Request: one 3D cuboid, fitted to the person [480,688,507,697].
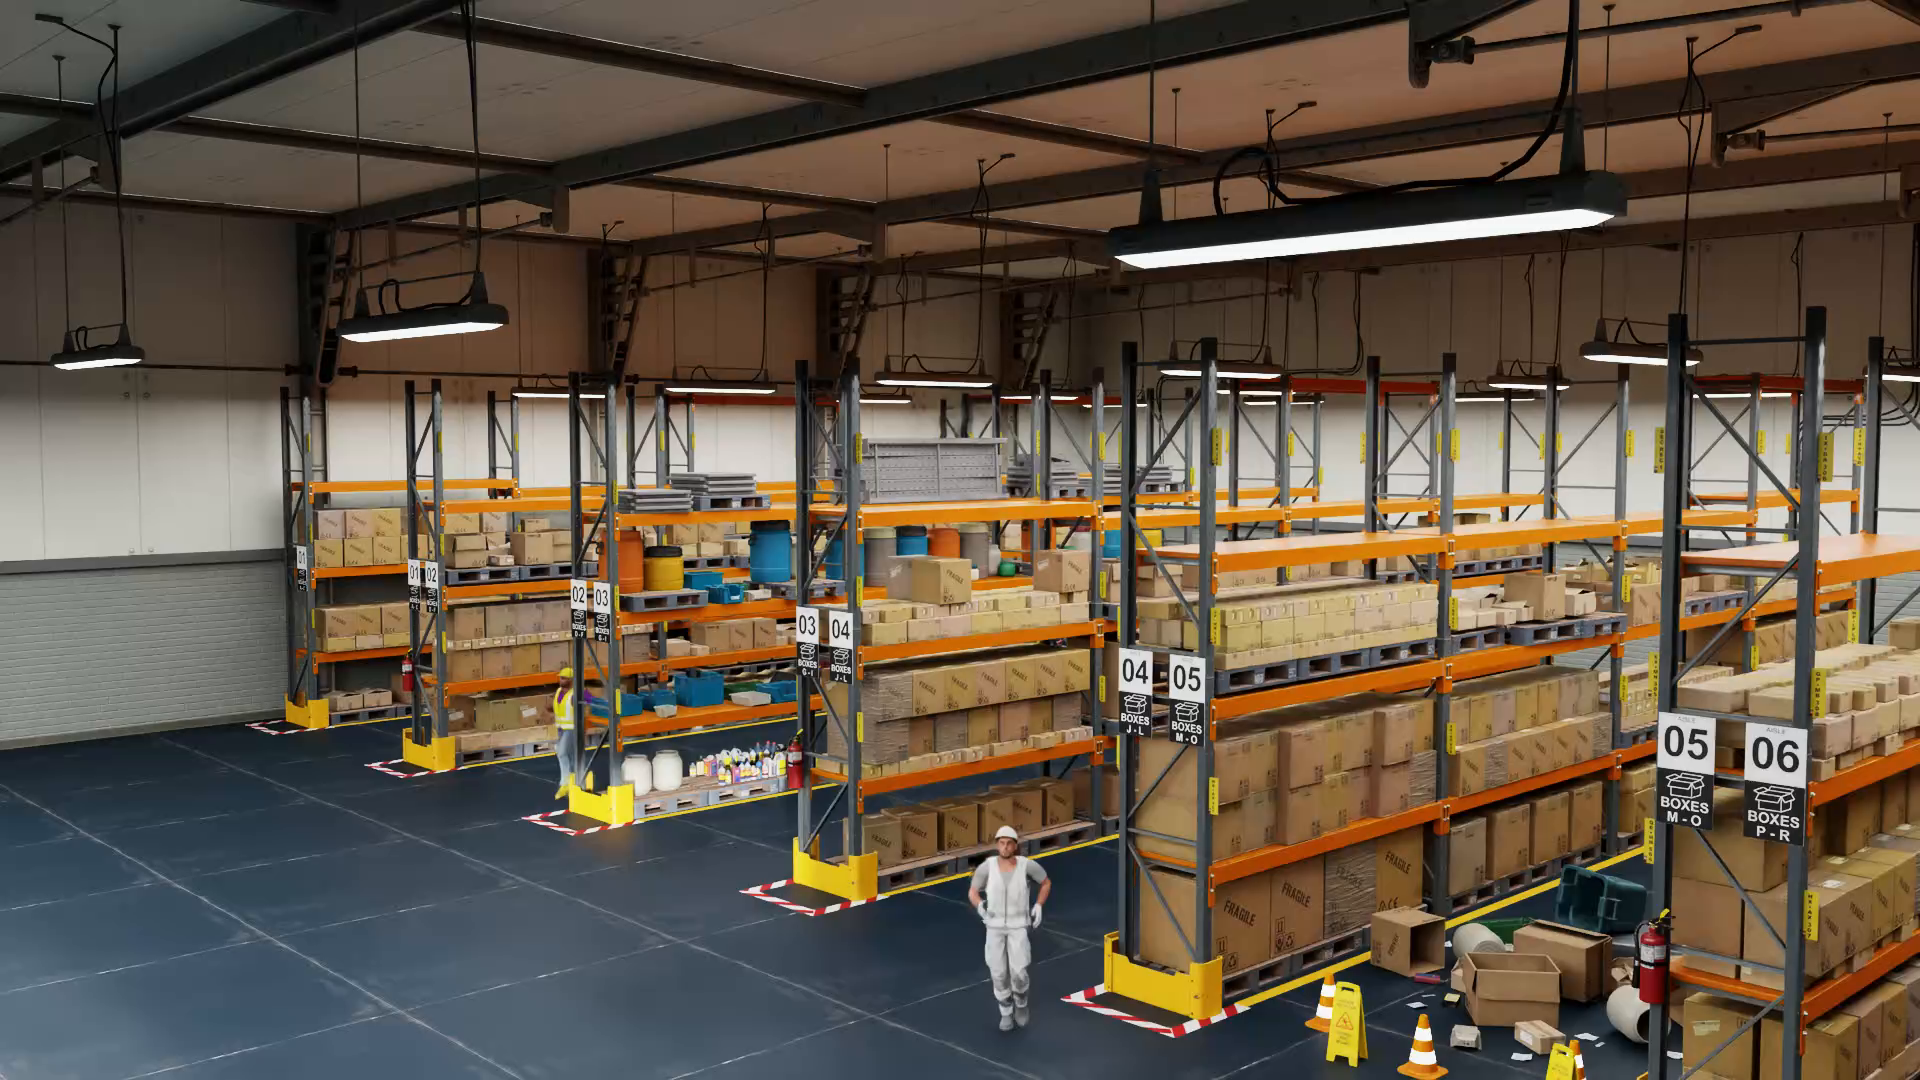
[{"bbox_3d":[-7.919,2.490,28.366,0.663,1.729,0.600,3,5,41],"label":"person"}]

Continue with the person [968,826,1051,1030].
[{"bbox_3d":[0.411,3.371,14.365,0.710,1.776,0.588,0,4,6],"label":"person"}]

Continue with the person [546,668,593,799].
[{"bbox_3d":[-5.606,2.740,23.876,0.709,1.825,0.734,3,5,41],"label":"person"}]
